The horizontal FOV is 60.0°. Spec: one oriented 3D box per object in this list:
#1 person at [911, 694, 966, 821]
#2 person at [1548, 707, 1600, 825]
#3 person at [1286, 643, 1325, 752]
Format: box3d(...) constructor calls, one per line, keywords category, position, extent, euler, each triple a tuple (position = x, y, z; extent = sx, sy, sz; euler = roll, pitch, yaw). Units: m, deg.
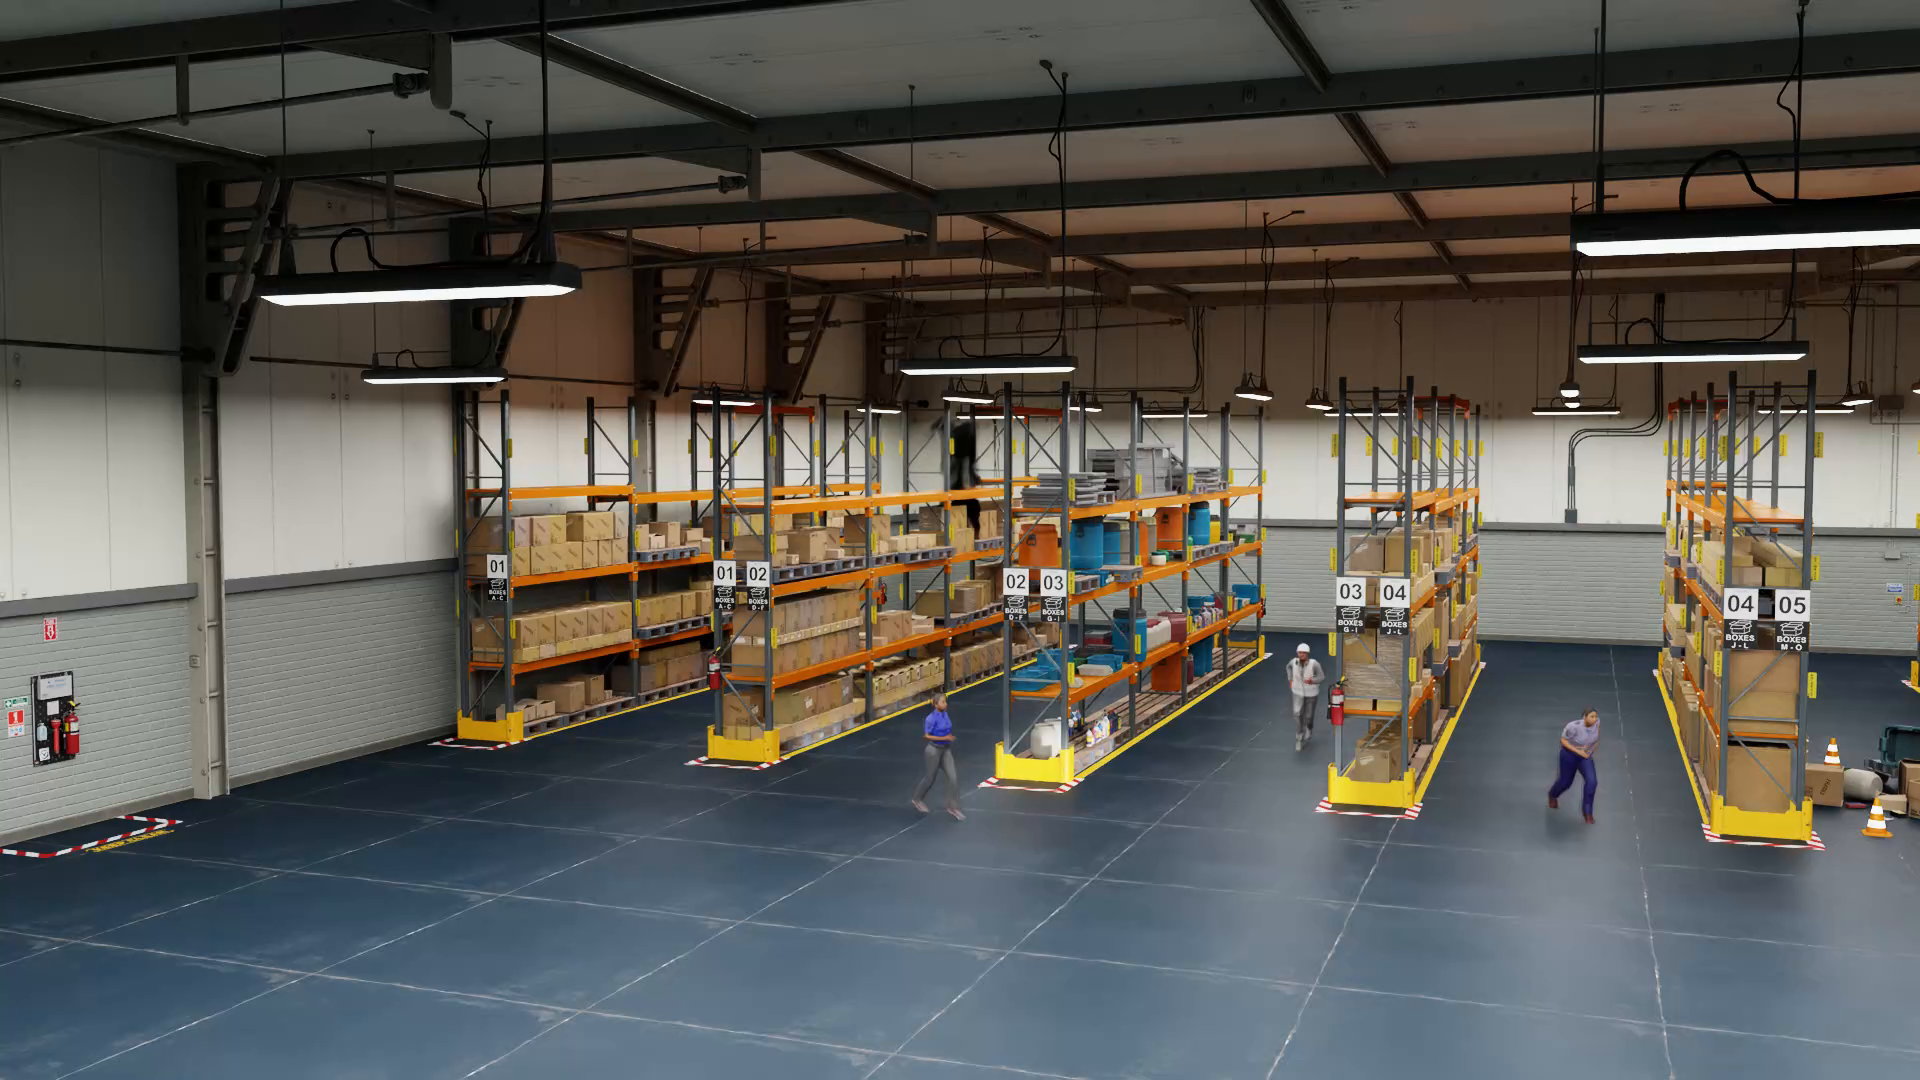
box3d(category="person", position=(-0.316, 2.928, 22.518), extent=(0.851, 1.686, 0.570), euler=(3, 4, 42))
box3d(category="person", position=(8.324, 3.005, 22.554), extent=(0.648, 1.612, 0.967), euler=(-1, 3, -16))
box3d(category="person", position=(5.797, 2.601, 27.895), extent=(0.658, 1.787, 1.019), euler=(1, 3, 16))
